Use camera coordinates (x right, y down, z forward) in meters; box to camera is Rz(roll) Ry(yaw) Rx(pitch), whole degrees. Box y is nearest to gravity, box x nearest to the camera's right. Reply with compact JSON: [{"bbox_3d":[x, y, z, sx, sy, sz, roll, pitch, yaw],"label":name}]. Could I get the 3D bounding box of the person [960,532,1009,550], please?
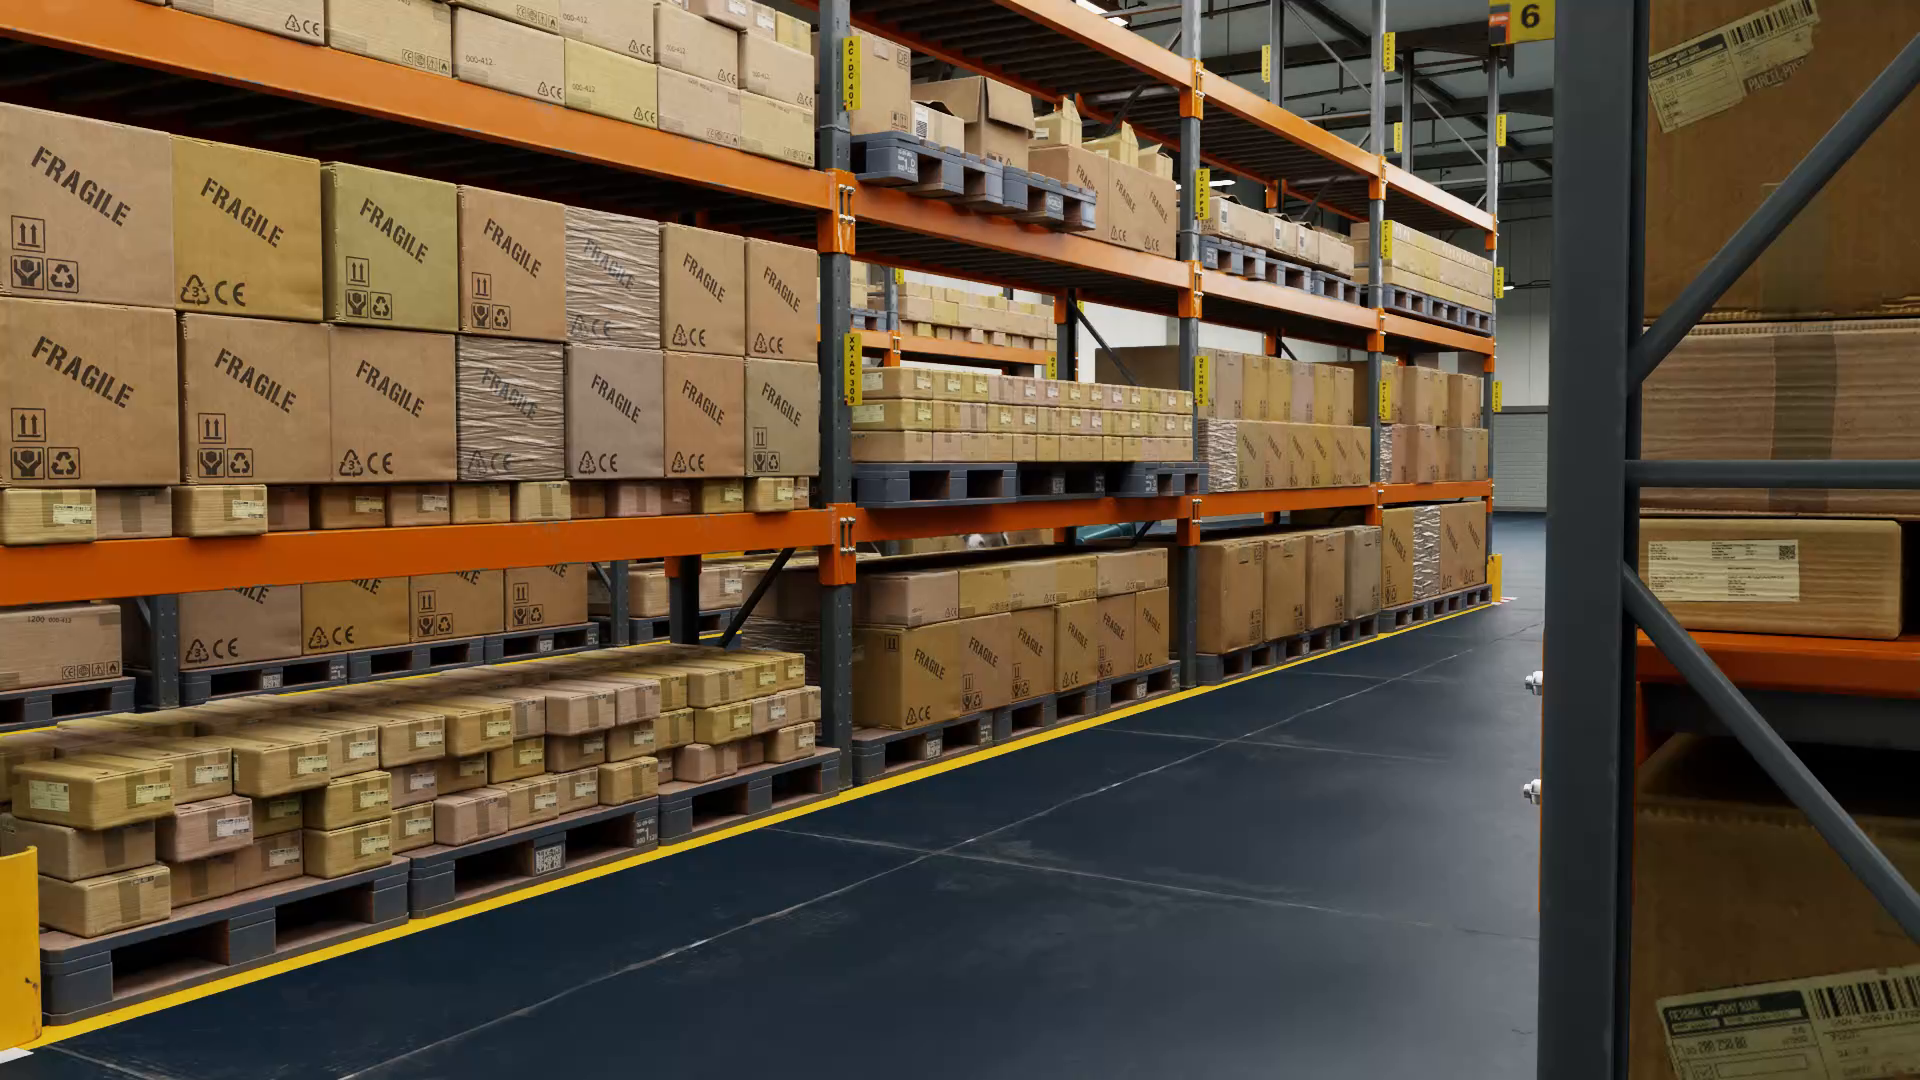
[{"bbox_3d":[0.221,-0.016,13.507,0.449,1.778,0.595,2,3,29],"label":"person"}]
